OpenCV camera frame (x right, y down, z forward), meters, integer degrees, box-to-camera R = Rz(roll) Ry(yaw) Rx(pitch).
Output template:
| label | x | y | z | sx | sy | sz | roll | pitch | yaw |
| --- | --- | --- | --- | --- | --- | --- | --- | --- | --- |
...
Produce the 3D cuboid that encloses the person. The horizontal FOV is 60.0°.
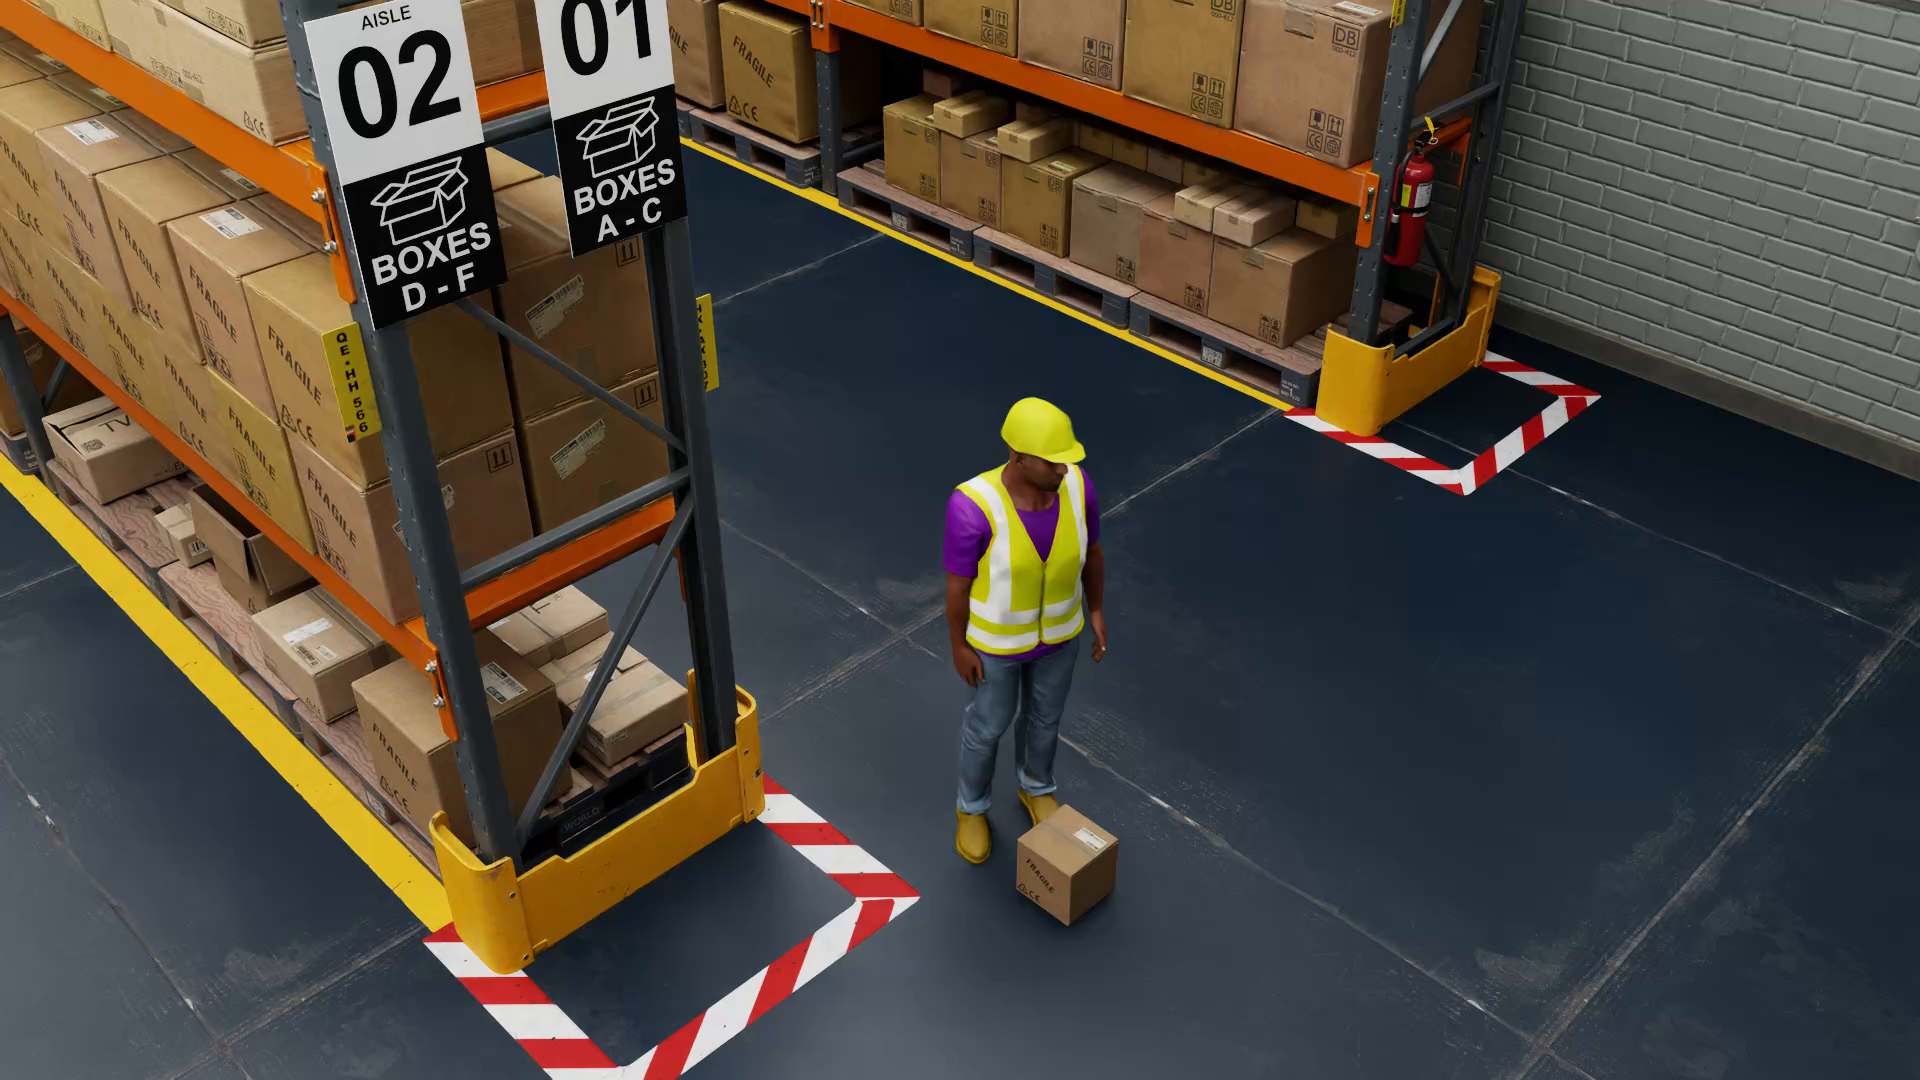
| label | x | y | z | sx | sy | sz | roll | pitch | yaw |
| --- | --- | --- | --- | --- | --- | --- | --- | --- | --- |
| person | 0.233 | 0.313 | 5.687 | 0.587 | 1.778 | 0.365 | -14 | 38 | -19 |
